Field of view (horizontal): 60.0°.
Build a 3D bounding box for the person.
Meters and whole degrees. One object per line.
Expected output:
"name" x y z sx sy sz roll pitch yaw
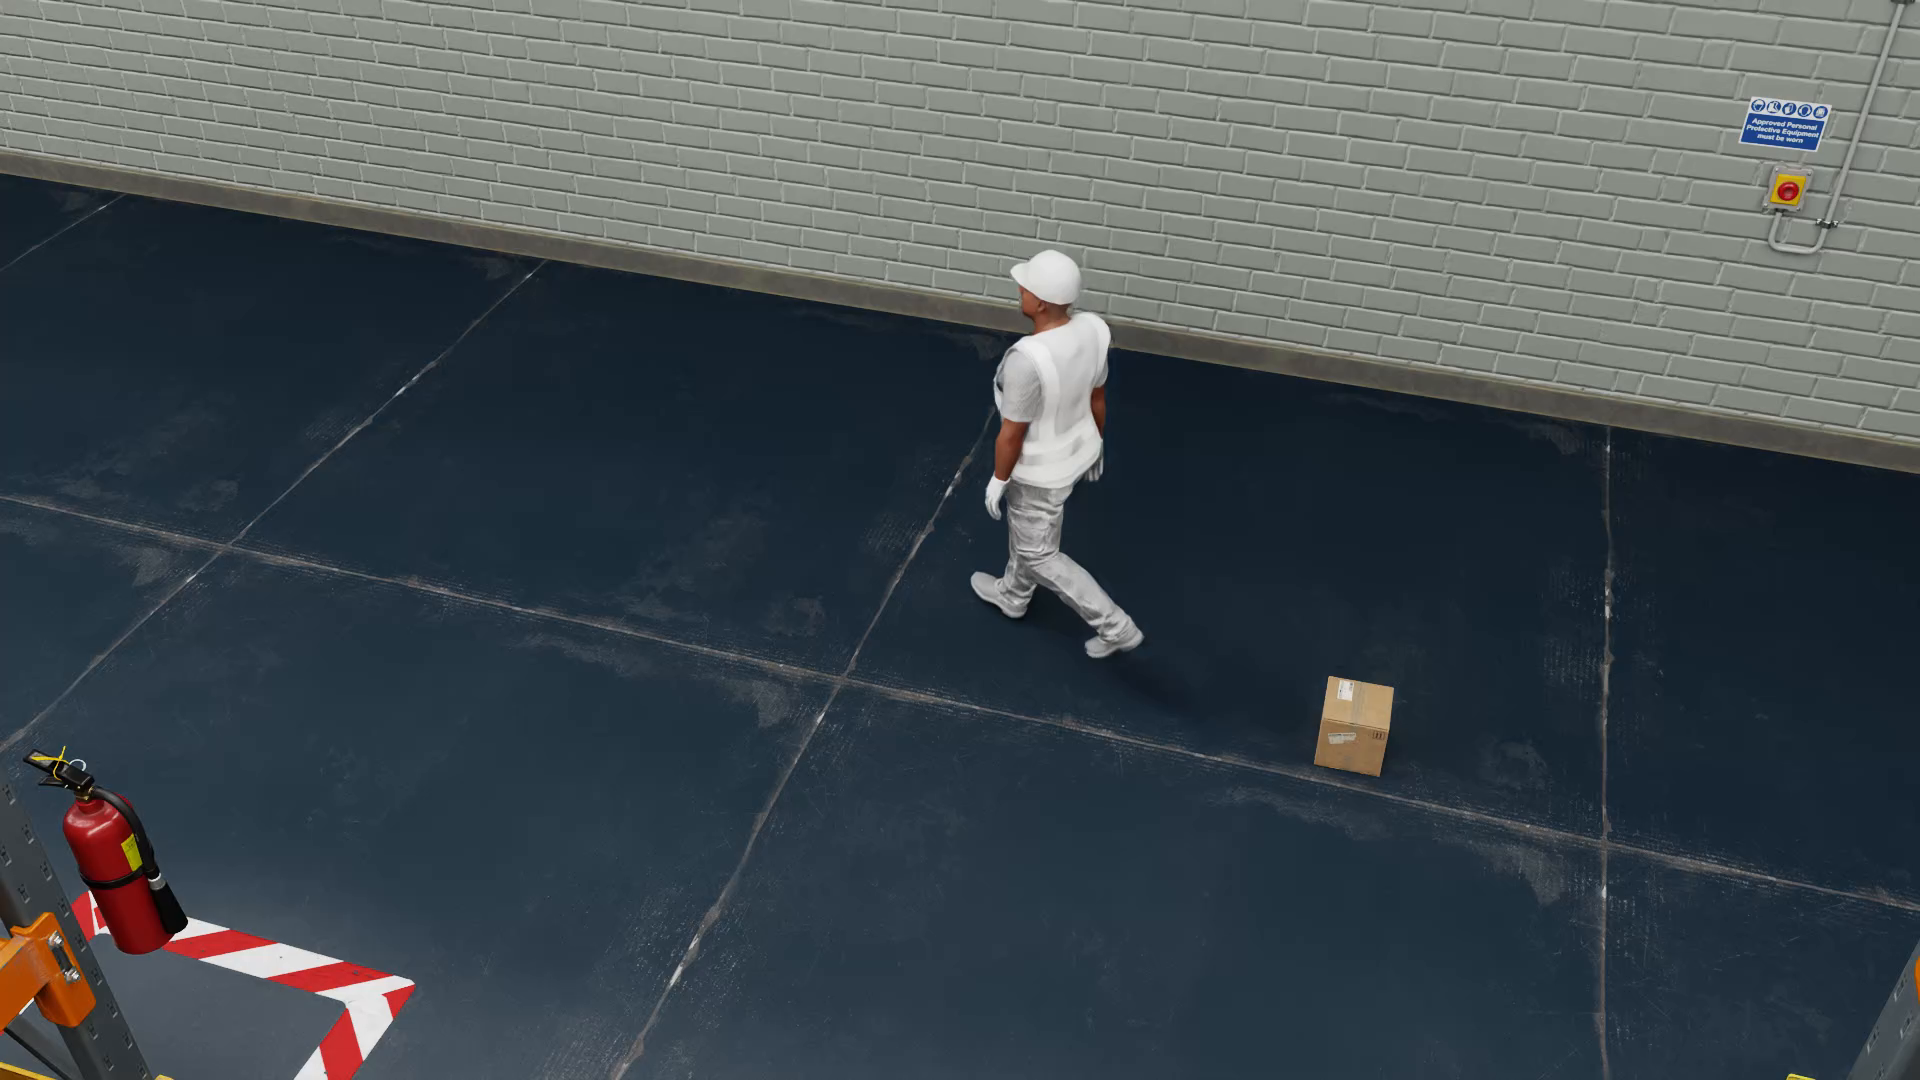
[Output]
"person" 0.333 -0.582 6.348 0.367 1.087 0.574 24 43 28
